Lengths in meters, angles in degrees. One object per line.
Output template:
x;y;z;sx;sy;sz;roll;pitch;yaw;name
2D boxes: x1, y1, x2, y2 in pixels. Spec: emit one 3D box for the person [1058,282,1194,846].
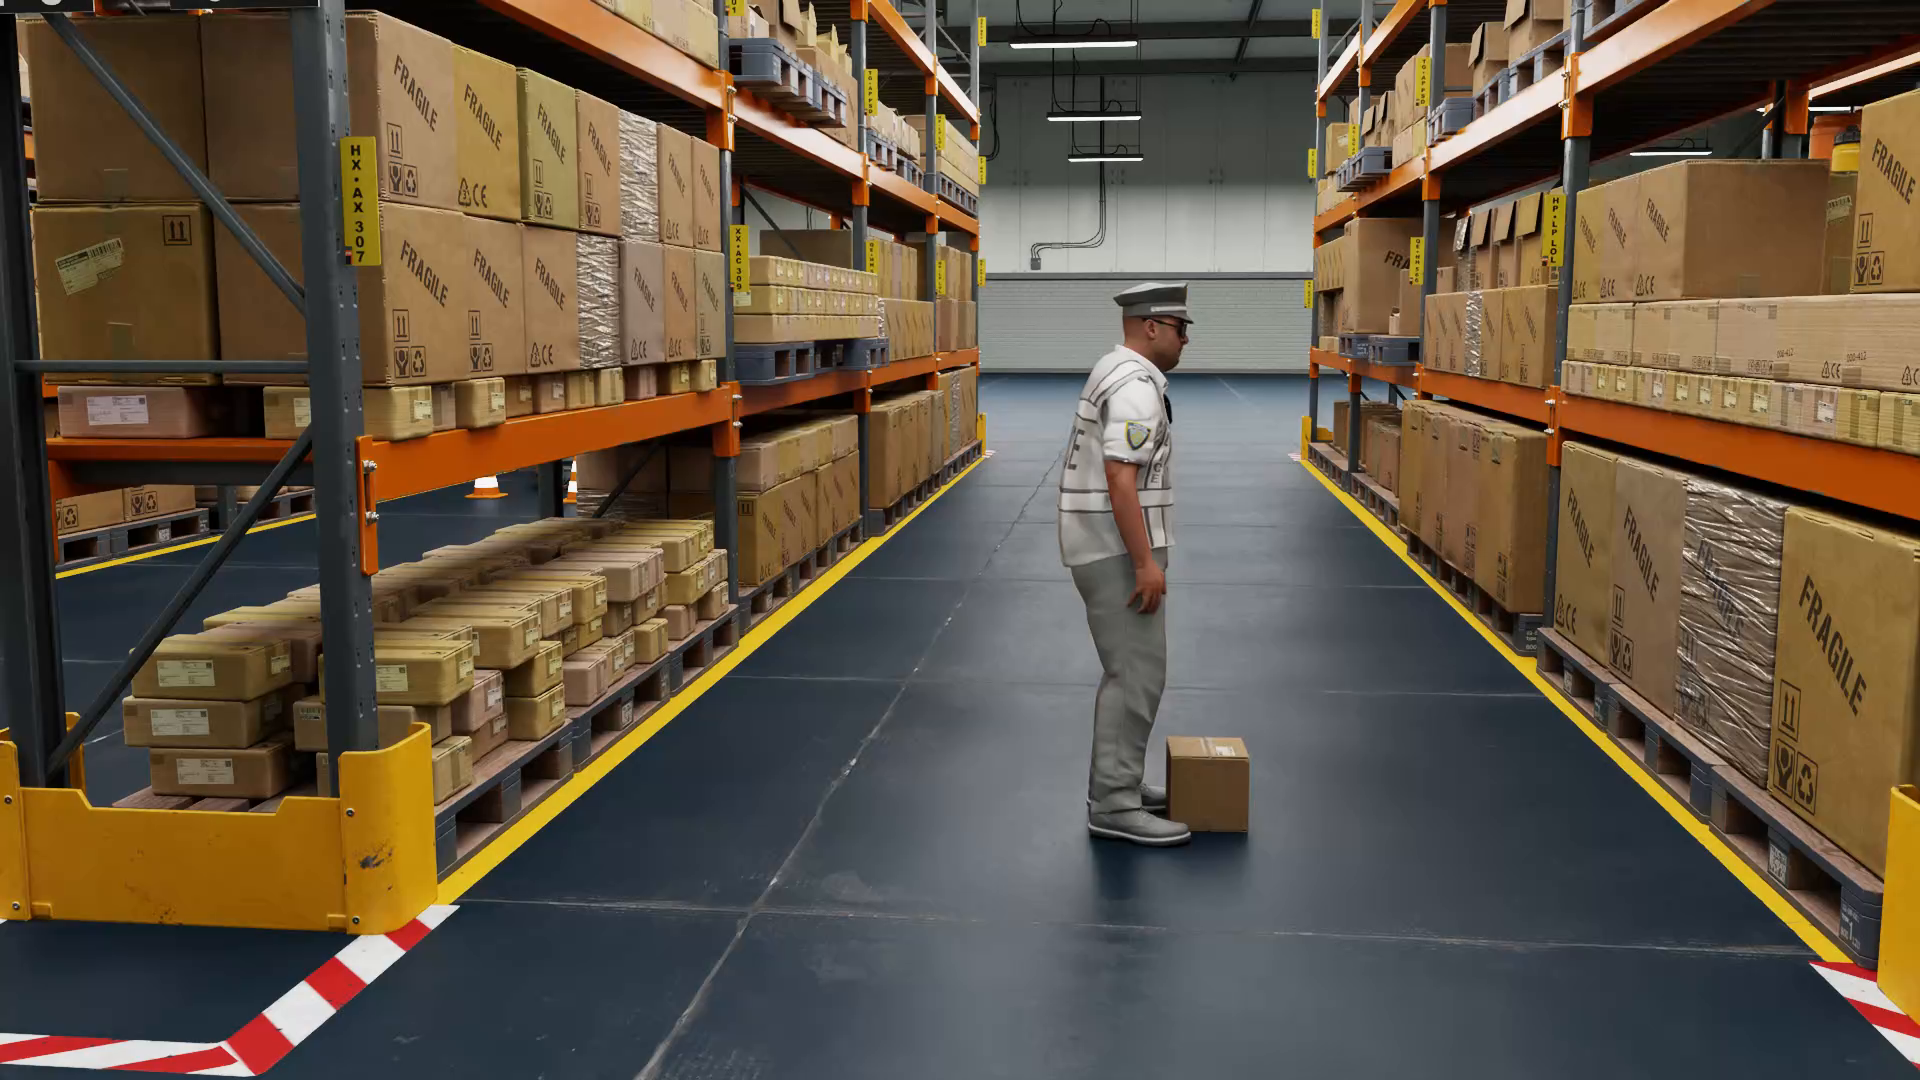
0.532;0.050;5.371;0.430;1.751;0.606;0;8;3;person
